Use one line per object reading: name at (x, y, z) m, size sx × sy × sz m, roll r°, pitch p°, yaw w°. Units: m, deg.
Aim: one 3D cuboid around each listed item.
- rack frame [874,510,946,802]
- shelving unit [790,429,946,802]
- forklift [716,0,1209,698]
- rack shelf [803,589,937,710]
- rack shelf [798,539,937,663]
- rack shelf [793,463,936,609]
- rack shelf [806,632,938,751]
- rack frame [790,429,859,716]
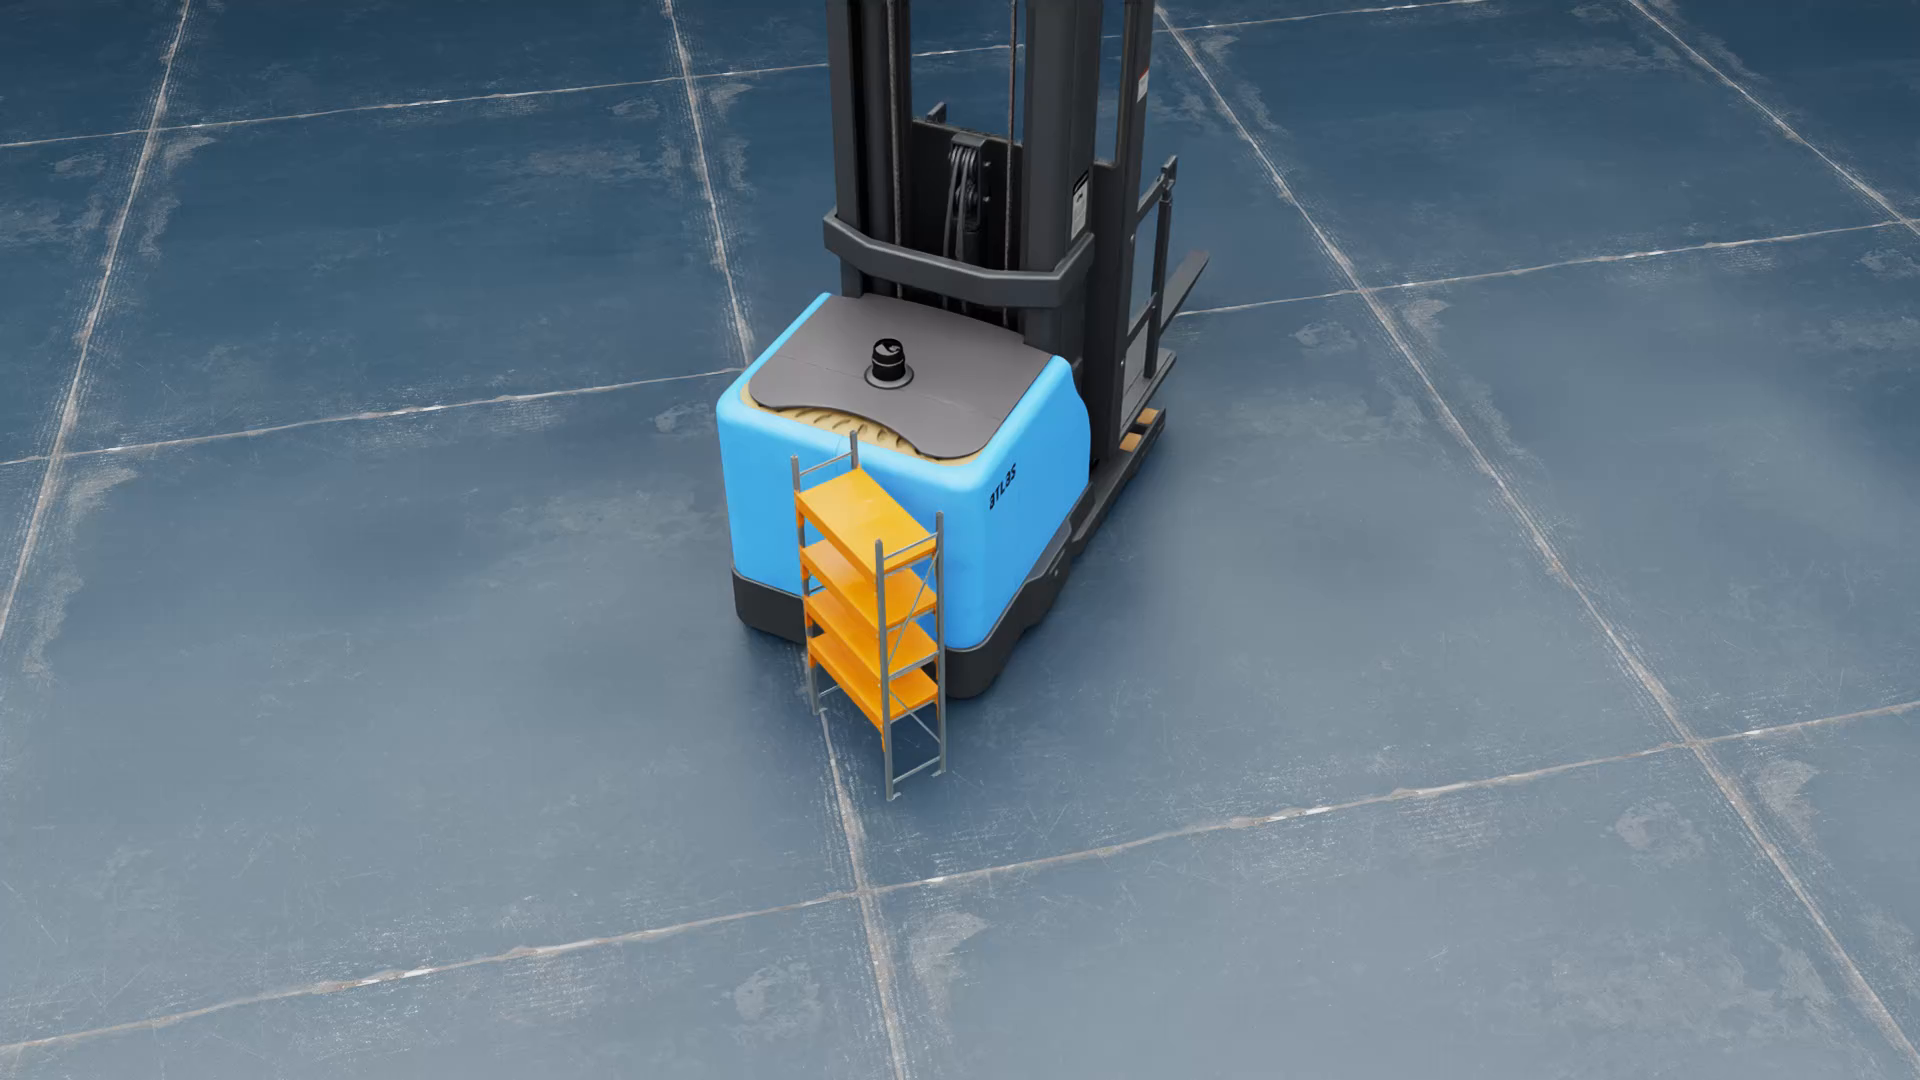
rack frame at (-0.152, 0.407, 5.387) m, size 0.240 × 1.200 × 0.015 m, roll -25°, pitch 47°, yaw -25°
shelving unit at (-0.292, 0.274, 5.536) m, size 0.258 × 1.200 × 0.503 m, roll -25°, pitch 47°, yaw -25°
forklift at (0.239, -1.505, 6.237) m, size 1.130 × 2.935 × 3.031 m, roll 18°, pitch 45°, yaw 19°
rack shelf at (-0.292, 0.324, 5.581) m, size 0.258 × 0.148 × 0.480 m, roll -25°, pitch 47°, yaw -25°
rack shelf at (-0.292, 0.157, 5.432) m, size 0.258 × 0.148 × 0.480 m, roll -25°, pitch 47°, yaw -25°
rack shelf at (-0.292, -0.019, 5.275) m, size 0.258 × 0.148 × 0.480 m, roll -25°, pitch 47°, yaw -25°
rack shelf at (-0.292, 0.473, 5.713) m, size 0.258 × 0.148 × 0.480 m, roll -25°, pitch 47°, yaw -25°
rack frame at (-0.432, 0.141, 5.686) m, size 0.240 × 1.200 × 0.015 m, roll -25°, pitch 47°, yaw -25°
